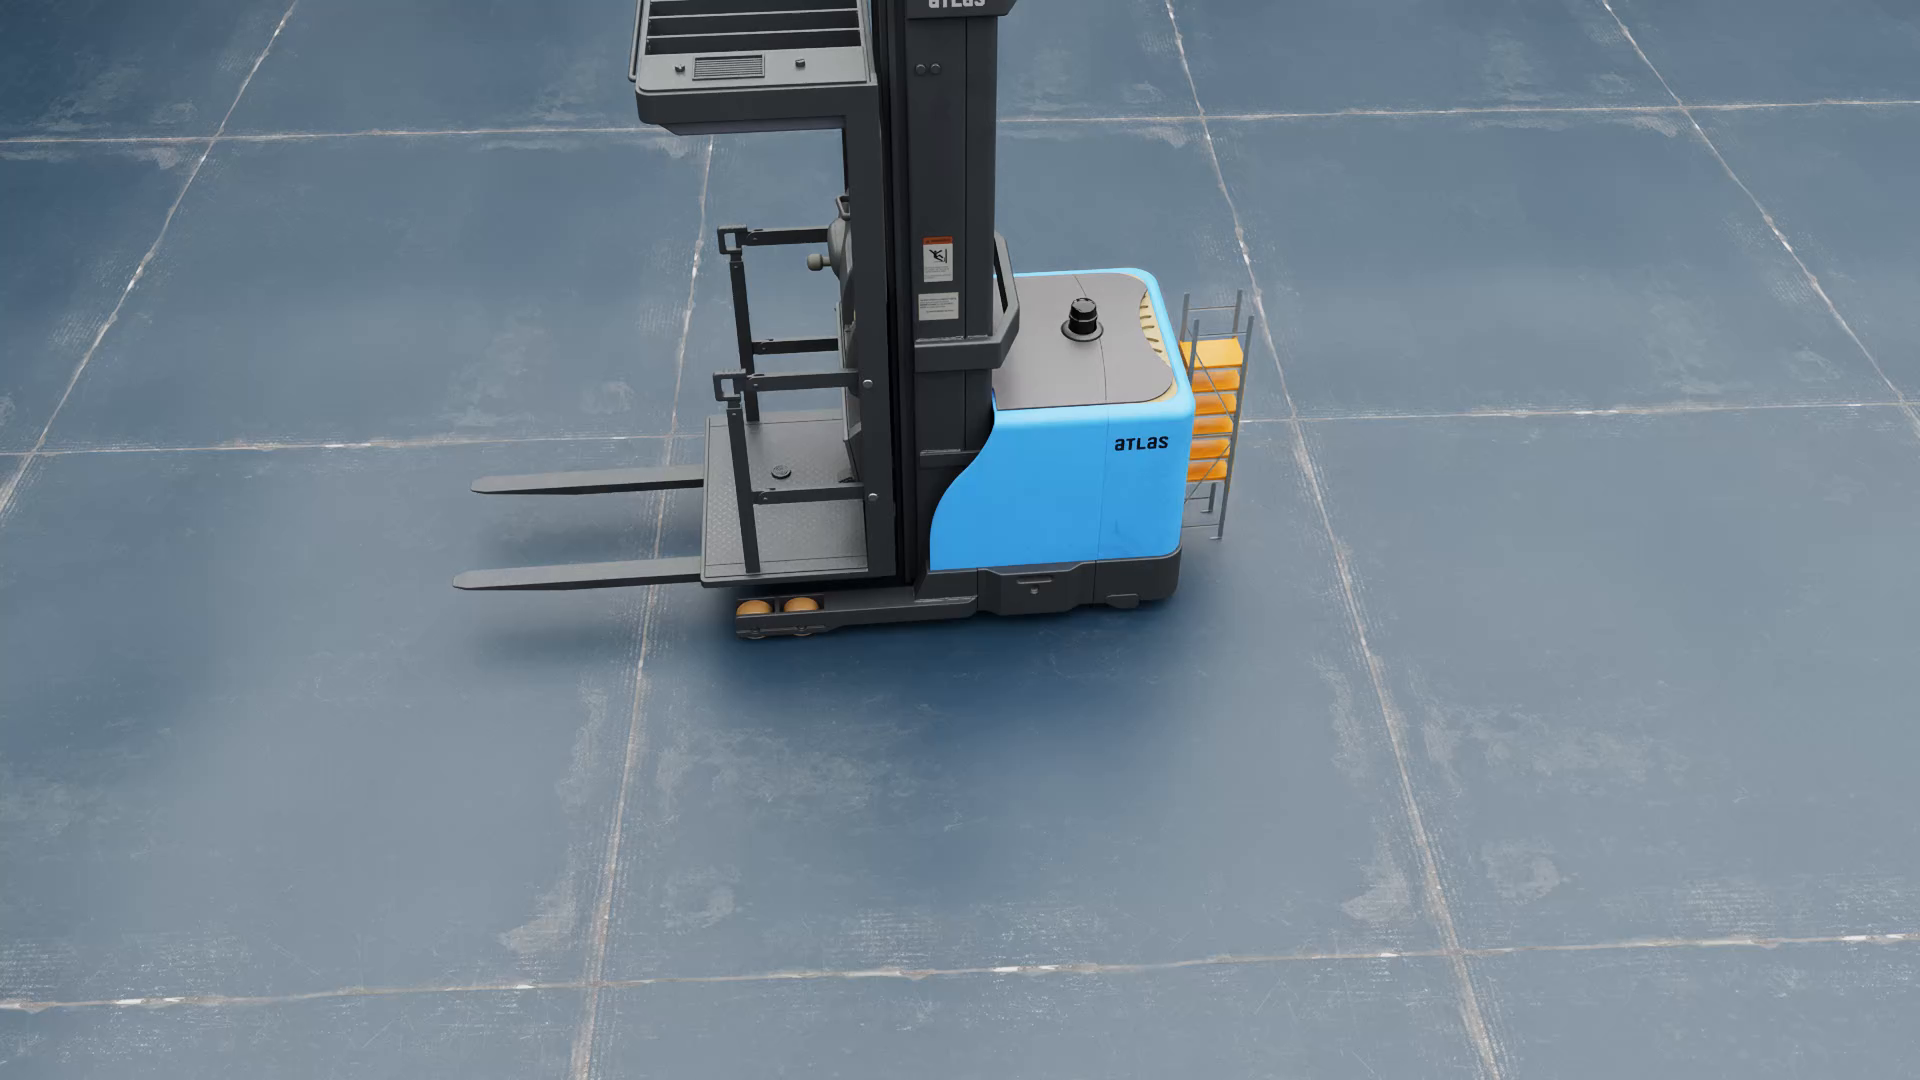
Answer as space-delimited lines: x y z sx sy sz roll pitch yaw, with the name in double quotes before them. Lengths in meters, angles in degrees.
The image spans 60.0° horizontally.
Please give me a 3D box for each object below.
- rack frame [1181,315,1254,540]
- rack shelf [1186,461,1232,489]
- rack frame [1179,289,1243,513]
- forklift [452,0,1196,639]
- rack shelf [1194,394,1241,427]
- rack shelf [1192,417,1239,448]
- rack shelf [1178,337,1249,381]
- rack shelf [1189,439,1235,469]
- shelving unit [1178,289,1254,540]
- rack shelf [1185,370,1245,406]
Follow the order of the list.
"rack frame" 1.047 -0.441 6.992 0.240 1.200 0.006 -4 43 -5
"rack shelf" 1.037 -0.292 7.252 0.258 0.103 0.180 -4 43 -5
"rack frame" 1.026 -0.564 7.126 0.240 1.200 0.006 -4 43 -5
"forklift" -0.620 -1.042 6.368 3.031 2.935 1.130 -4 43 -4
"rack shelf" 1.037 -0.558 7.008 0.258 0.103 0.180 -4 43 -5
"rack shelf" 1.037 -0.469 7.090 0.258 0.103 0.180 -4 43 -5
"rack shelf" 1.037 -0.735 6.846 0.258 0.103 0.180 -4 43 -5
"rack shelf" 1.037 -0.381 7.171 0.258 0.103 0.180 -4 43 -5
"shelving unit" 1.037 -0.502 7.059 0.258 1.200 0.189 -4 43 -5
"rack shelf" 1.037 -0.646 6.927 0.258 0.103 0.180 -4 43 -5
